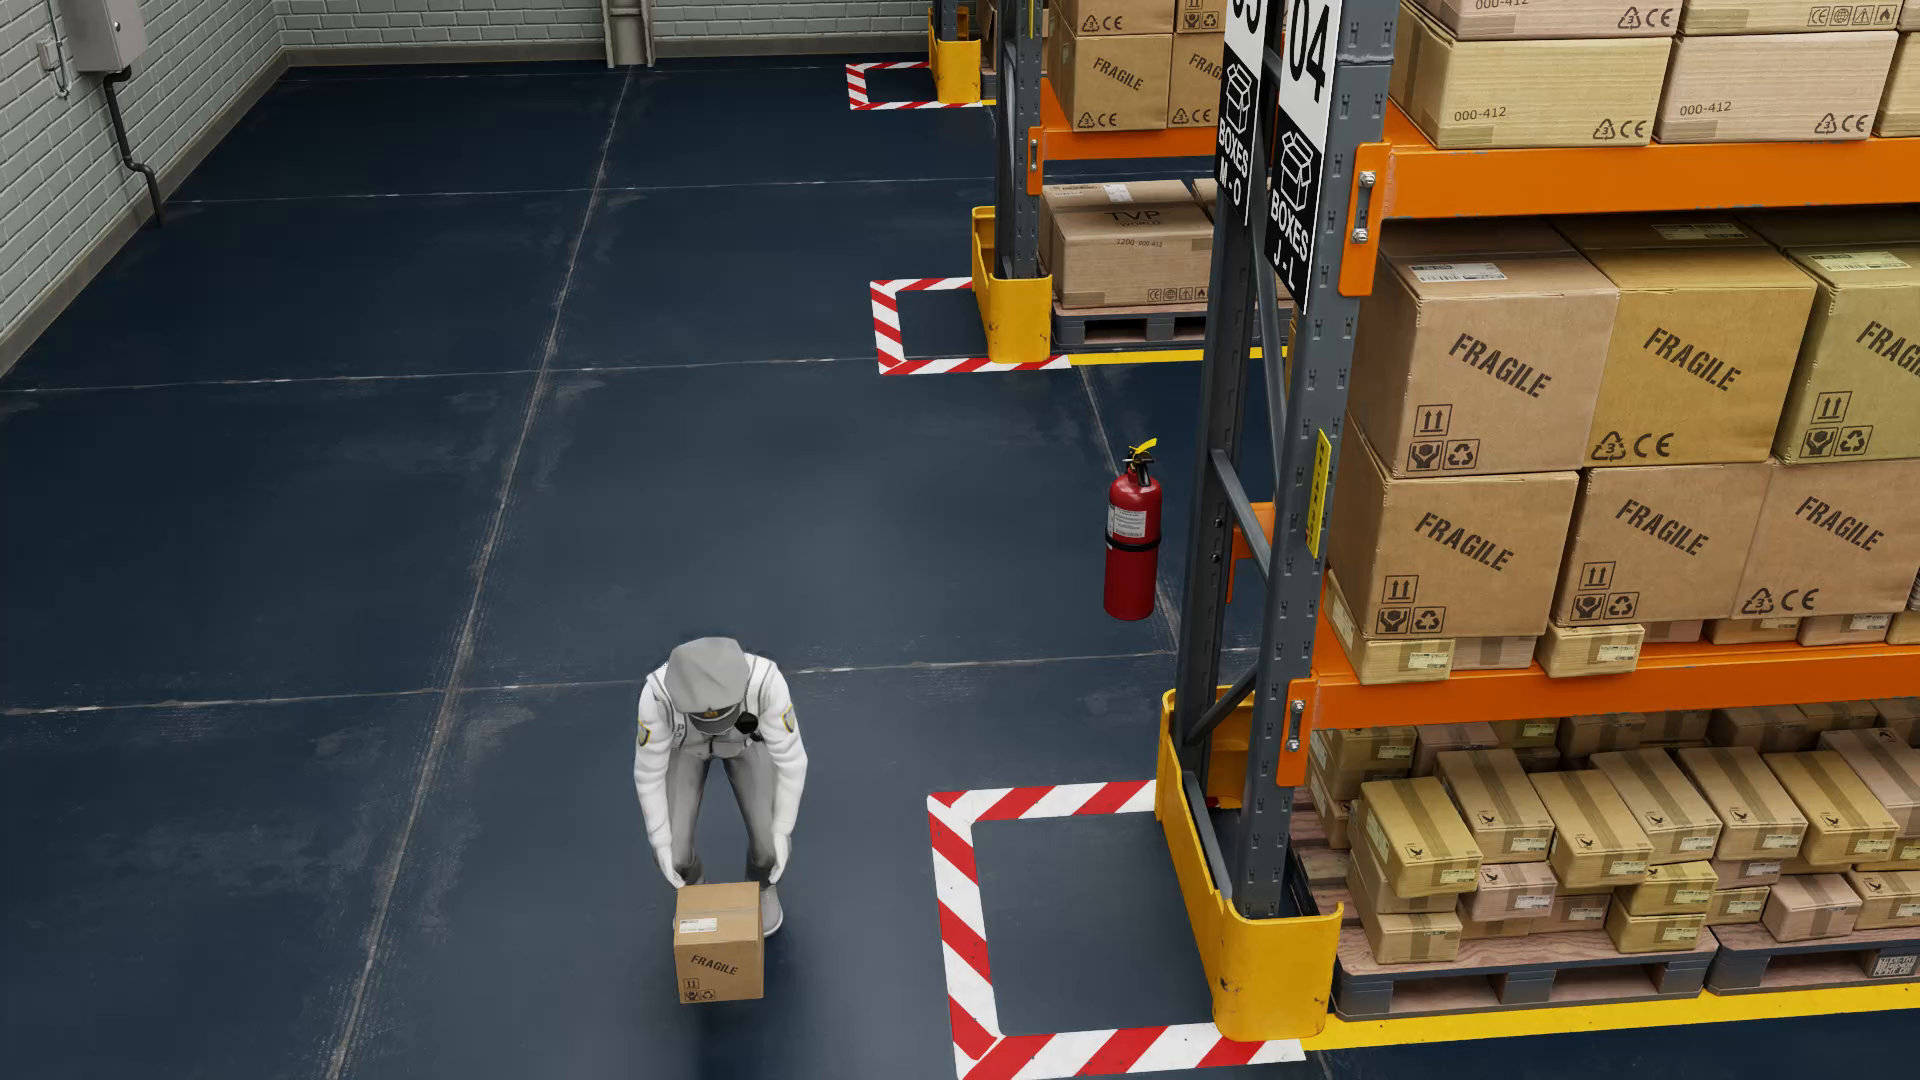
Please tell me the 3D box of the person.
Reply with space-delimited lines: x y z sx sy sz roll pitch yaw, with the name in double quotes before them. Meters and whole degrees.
"person" -0.745 0.754 5.256 0.534 1.294 0.749 -3 31 -5
